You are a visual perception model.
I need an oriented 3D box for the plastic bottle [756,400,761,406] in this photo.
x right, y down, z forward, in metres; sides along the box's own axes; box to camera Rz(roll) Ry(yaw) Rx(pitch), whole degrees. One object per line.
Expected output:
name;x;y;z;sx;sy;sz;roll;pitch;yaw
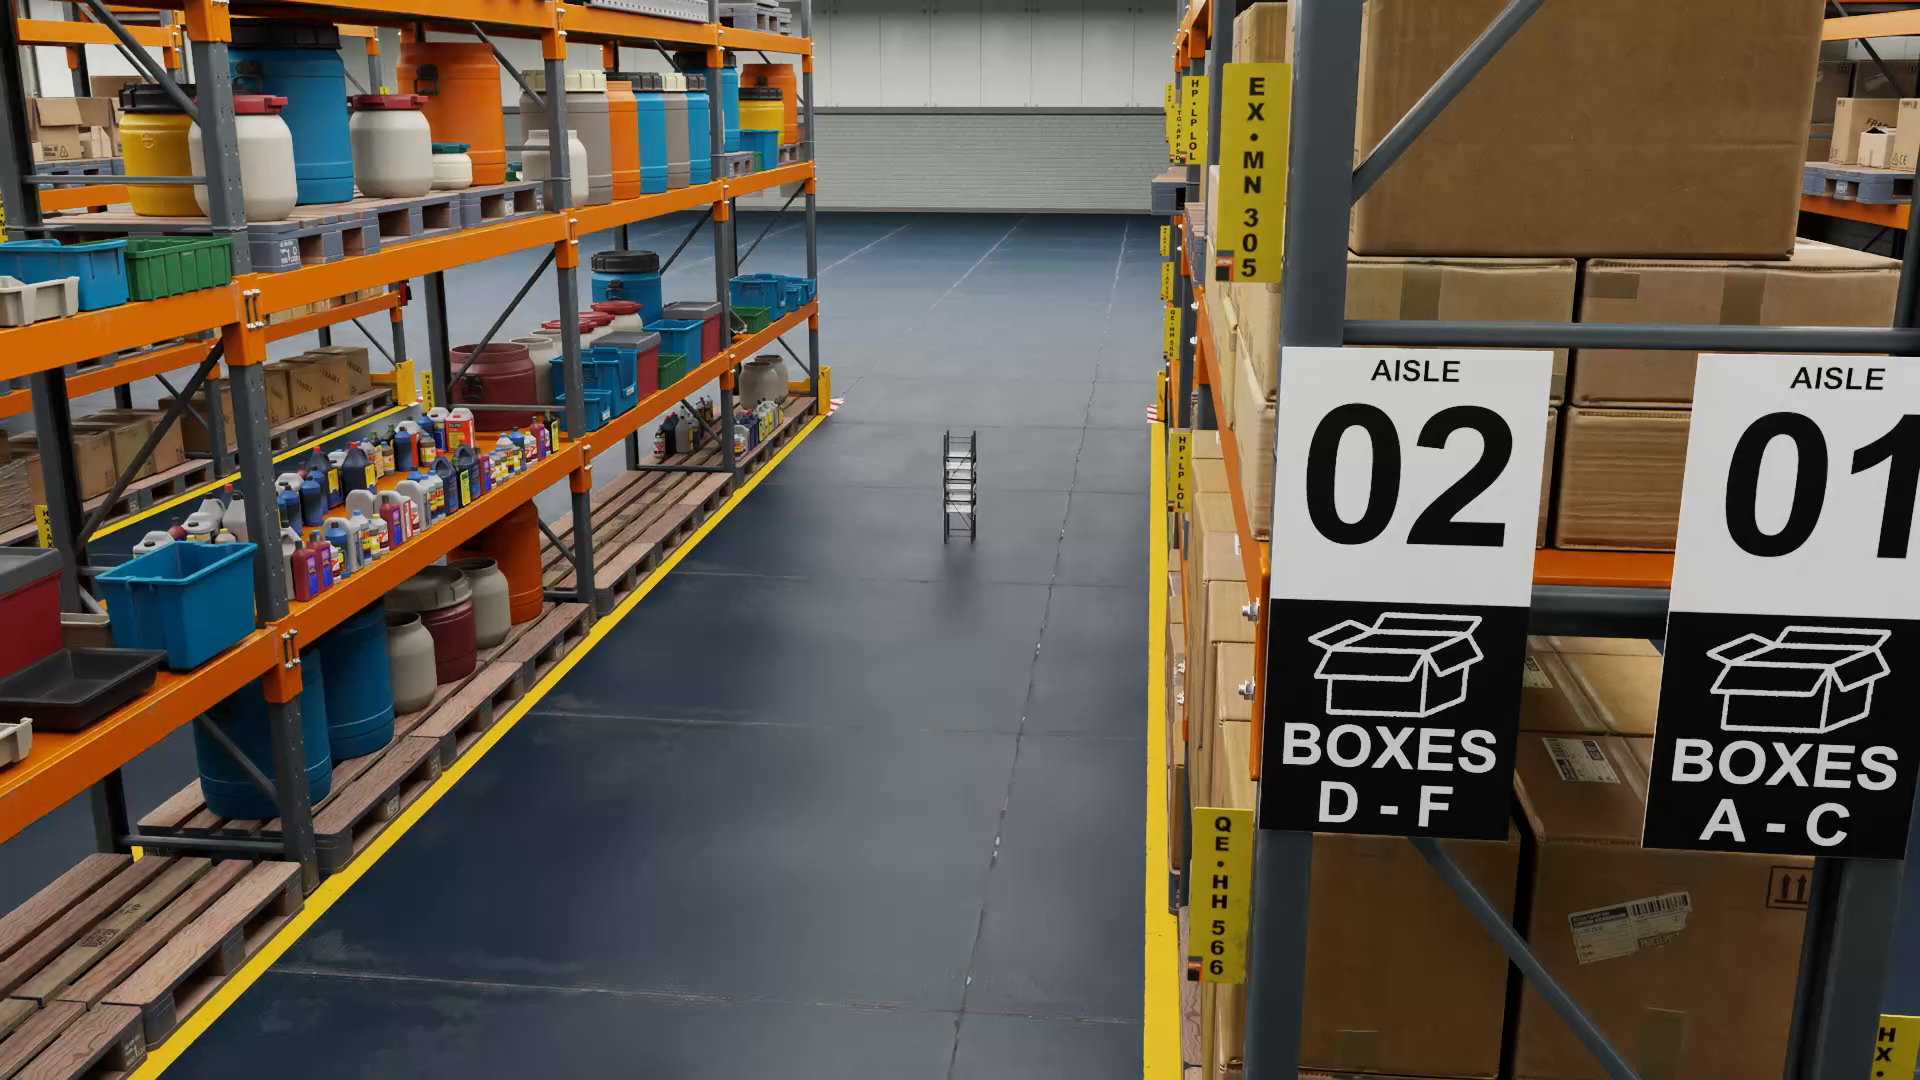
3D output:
plastic bottle;-2.056;-1.305;17.102;0.061;0.283;0.133;2;15;6

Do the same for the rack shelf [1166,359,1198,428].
rack shelf;2.121;-0.904;12.637;1.077;0.370;4.000;2;15;6

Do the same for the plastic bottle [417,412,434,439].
plastic bottle;-3.436;-0.685;10.697;0.097;0.271;0.097;0;15;0

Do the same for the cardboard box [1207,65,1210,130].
cardboard box;2.238;-3.552;13.350;0.500;0.500;0.500;2;15;7

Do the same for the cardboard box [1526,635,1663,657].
cardboard box;1.418;0.439;4.187;0.500;0.500;0.500;2;15;7

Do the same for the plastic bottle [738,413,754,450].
plastic bottle;-2.071;-1.048;16.022;0.144;0.351;0.185;2;15;8

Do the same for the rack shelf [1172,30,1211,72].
rack shelf;2.573;-4.644;15.743;1.077;0.370;4.000;2;15;6

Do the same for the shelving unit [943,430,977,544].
shelving unit;-0.001;-0.432;13.537;0.258;0.900;0.210;2;15;6

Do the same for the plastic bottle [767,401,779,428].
plastic bottle;-1.950;-1.298;17.092;0.152;0.276;0.135;2;15;7

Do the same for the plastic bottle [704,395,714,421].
plastic bottle;-2.637;-1.389;17.435;0.097;0.271;0.097;0;15;0

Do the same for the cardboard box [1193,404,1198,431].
cardboard box;1.582;-0.406;8.422;0.700;0.500;0.500;-2;15;-8

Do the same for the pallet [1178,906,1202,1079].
pallet;1.366;1.829;6.494;1.003;0.211;1.213;2;15;6

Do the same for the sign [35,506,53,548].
sign;-4.023;0.008;7.357;0.100;0.325;0.005;2;15;6

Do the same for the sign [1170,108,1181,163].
sign;1.345;-2.487;10.224;0.100;0.325;0.005;2;15;6

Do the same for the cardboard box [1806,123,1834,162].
cardboard box;7.081;-3.270;14.032;0.500;0.500;0.500;2;15;8

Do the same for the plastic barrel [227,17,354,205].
plastic barrel;-3.436;-2.182;8.473;0.600;0.901;0.708;2;15;6

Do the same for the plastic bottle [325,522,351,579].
plastic bottle;-2.991;0.047;7.988;0.097;0.271;0.097;0;15;0

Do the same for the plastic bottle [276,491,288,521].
plastic bottle;-3.529;-0.118;8.600;0.097;0.271;0.097;0;15;0

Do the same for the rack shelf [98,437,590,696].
rack shelf;-3.251;-0.014;9.344;1.077;0.370;4.000;2;15;6

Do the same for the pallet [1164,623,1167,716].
pallet;1.774;0.806;10.277;1.003;0.211;1.213;2;15;6

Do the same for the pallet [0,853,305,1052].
pallet;-3.521;1.696;6.986;1.003;0.211;1.213;2;15;6

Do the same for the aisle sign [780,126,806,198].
aisle sign;-1.820;-4.219;18.539;0.394;0.787;0.004;2;15;6

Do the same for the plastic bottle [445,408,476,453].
plastic bottle;-3.244;-0.712;10.788;0.152;0.276;0.135;2;15;6

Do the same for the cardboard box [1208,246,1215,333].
cardboard box;1.083;-0.822;5.498;0.500;0.250;0.500;2;15;6

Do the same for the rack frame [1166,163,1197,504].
rack frame;2.347;-1.770;14.462;1.000;3.000;0.127;2;15;6

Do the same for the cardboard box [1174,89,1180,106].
cardboard box;2.339;-4.151;16.258;0.500;0.500;0.500;2;15;6

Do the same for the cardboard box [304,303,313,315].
cardboard box;-7.033;-2.444;17.436;0.380;0.149;0.250;2;15;6

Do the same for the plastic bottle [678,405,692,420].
plastic bottle;-2.730;-1.160;16.436;0.144;0.351;0.185;2;15;6

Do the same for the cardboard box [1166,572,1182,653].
cardboard box;1.507;0.507;9.986;0.500;0.500;0.500;1;15;4

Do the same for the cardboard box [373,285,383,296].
cardboard box;-6.871;-2.899;19.118;0.380;0.149;0.250;2;15;6

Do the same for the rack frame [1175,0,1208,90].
rack frame;2.798;-5.704;17.515;1.000;3.000;0.127;2;15;6

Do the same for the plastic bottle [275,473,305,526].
plastic bottle;-3.614;-0.215;8.947;0.152;0.276;0.135;2;15;6

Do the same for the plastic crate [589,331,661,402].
plastic crate;-2.539;-1.321;12.676;0.402;0.464;0.583;2;15;6

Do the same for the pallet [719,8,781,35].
pallet;-2.374;-5.061;16.266;1.003;0.211;1.213;2;15;6

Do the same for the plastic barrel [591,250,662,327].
plastic barrel;-2.919;-2.068;14.602;0.600;0.901;0.708;2;15;6

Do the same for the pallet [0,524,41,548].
pallet;-7.857;0.118;12.821;1.003;0.211;1.213;2;15;6

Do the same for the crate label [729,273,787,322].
crate label;-2.062;-2.486;17.042;0.502;0.435;0.616;2;15;6

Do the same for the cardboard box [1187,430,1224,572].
cardboard box;1.112;-0.112;6.224;0.500;0.500;0.500;2;15;8

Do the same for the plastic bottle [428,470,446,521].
plastic bottle;-2.864;-0.244;9.063;0.097;0.271;0.097;0;15;0

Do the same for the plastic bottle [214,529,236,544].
plastic bottle;-3.586;0.046;8.125;0.097;0.201;0.097;0;15;0

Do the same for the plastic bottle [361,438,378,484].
plastic bottle;-3.529;-0.471;9.904;0.097;0.271;0.097;0;15;0

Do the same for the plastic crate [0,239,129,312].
plastic crate;-3.262;-0.964;6.054;0.416;0.233;0.300;2;15;6

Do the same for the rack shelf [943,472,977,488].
rack shelf;-0.001;-0.487;13.522;0.258;0.077;0.200;2;15;6

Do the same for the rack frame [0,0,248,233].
rack frame;-3.477;-2.738;6.548;1.000;3.000;0.127;2;15;6

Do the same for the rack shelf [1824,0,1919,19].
rack shelf;7.495;-4.691;15.155;1.077;0.370;4.000;2;15;6

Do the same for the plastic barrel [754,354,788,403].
plastic barrel;-2.121;-1.783;18.472;0.421;0.512;0.421;0;15;0

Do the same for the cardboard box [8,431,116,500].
cardboard box;-7.721;-0.642;14.235;0.700;0.500;0.500;0;15;1

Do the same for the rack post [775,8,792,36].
rack post;-2.335;-5.417;17.412;0.937;0.300;0.954;3;15;12

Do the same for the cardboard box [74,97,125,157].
cardboard box;-7.647;-3.644;14.644;0.797;0.503;0.637;1;15;3

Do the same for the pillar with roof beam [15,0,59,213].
pillar with roof beam;-16.489;-10.821;36.441;9.100;9.000;0.400;2;15;6

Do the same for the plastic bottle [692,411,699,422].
plastic bottle;-2.625;-1.131;16.458;0.061;0.283;0.133;2;15;6

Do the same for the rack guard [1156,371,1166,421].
rack guard;2.801;-1.607;18.648;1.175;0.500;0.348;2;15;6

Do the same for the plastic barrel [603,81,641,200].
plastic barrel;-2.643;-2.911;12.112;0.600;0.830;0.708;2;15;6

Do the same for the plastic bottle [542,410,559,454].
plastic bottle;-2.647;-0.706;10.749;0.061;0.283;0.133;2;15;6

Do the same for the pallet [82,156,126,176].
pallet;-7.671;-3.263;14.597;1.213;0.211;1.003;2;15;6

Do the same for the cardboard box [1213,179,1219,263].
cardboard box;1.020;-0.934;4.954;0.500;0.250;0.500;2;15;6

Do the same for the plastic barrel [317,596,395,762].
plastic barrel;-3.319;0.644;8.750;0.600;0.901;0.708;2;15;6
